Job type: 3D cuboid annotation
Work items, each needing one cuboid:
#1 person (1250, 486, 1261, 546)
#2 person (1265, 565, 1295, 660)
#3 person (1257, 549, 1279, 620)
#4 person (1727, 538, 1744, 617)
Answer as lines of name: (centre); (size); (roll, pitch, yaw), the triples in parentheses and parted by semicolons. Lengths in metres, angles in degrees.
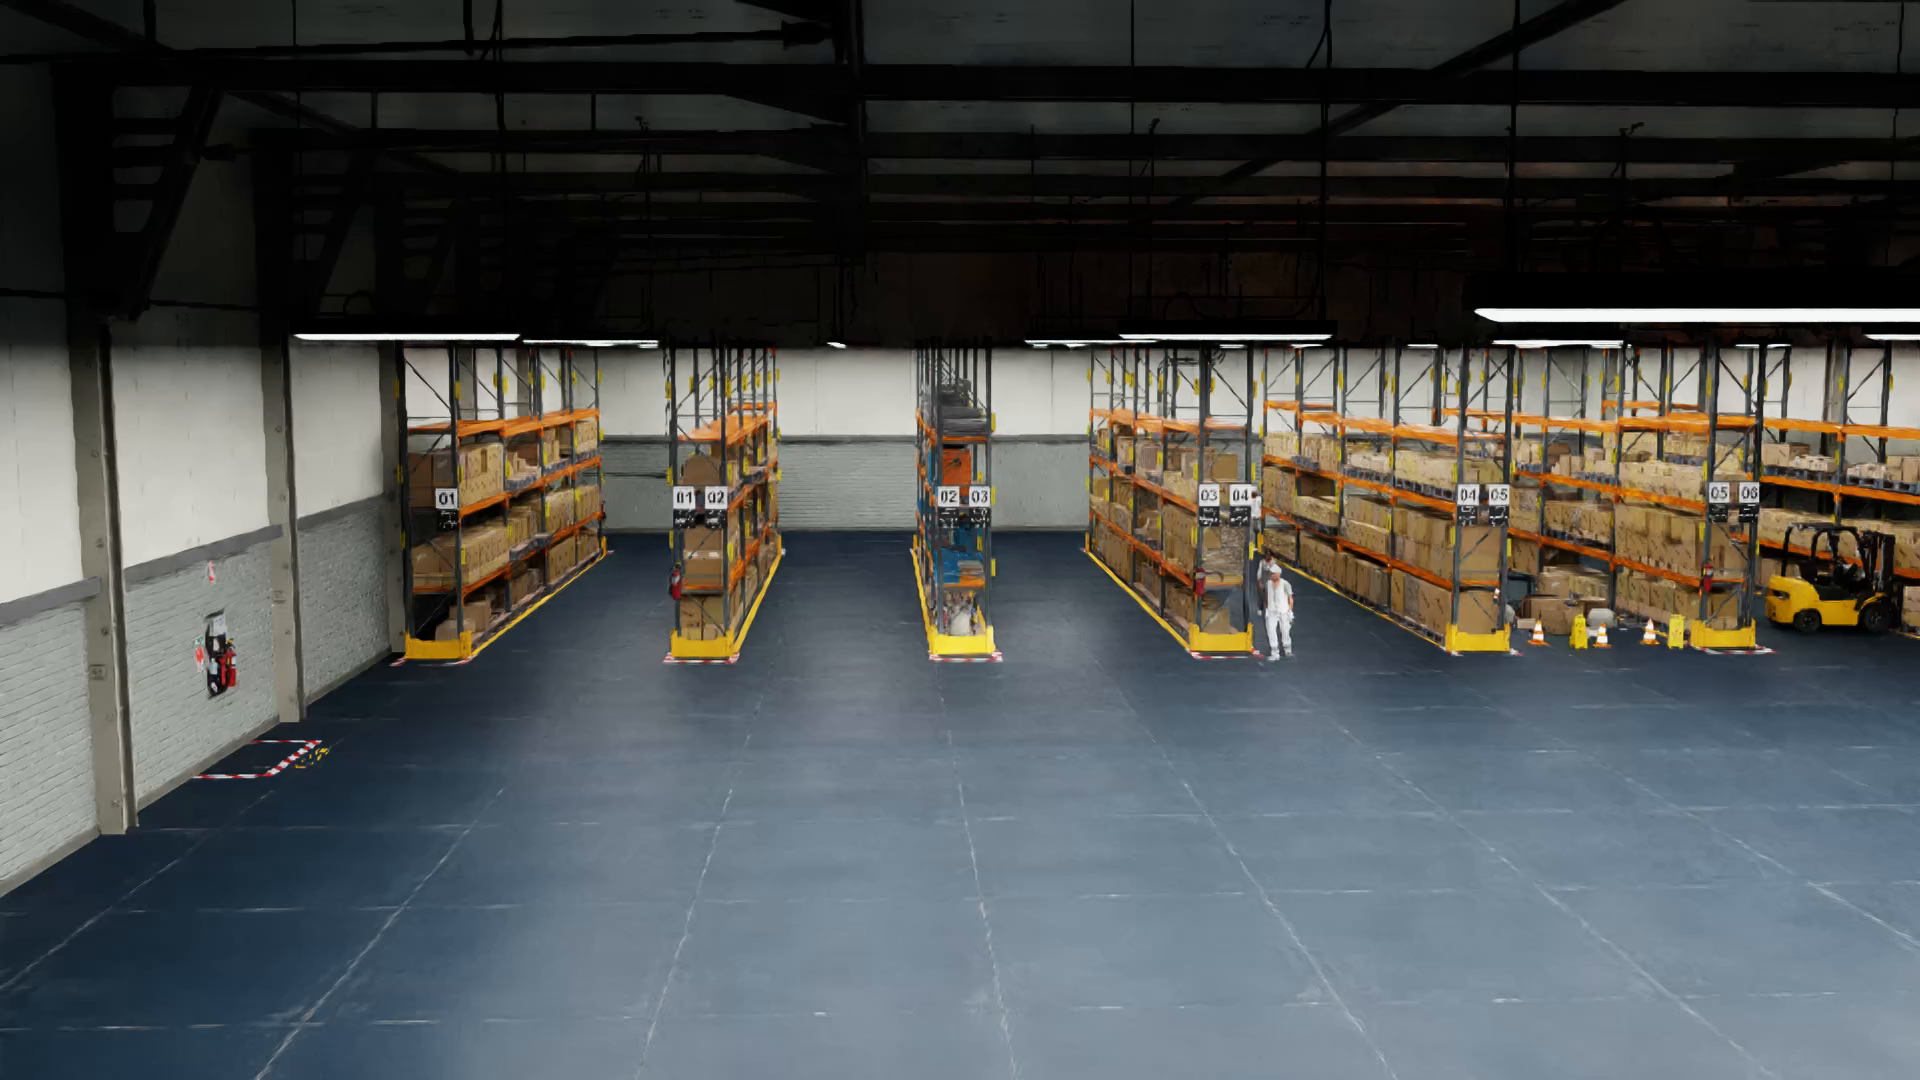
person: (8.726, -0.703, 48.987); (0.579, 1.755, 0.601); (-6, 9, -44)
person: (5.950, 1.339, 30.933); (0.576, 1.775, 0.574); (4, 8, 33)
person: (6.538, 0.931, 35.468); (0.417, 1.517, 1.036); (0, 6, 0)
person: (16.684, 0.808, 35.907); (0.469, 1.675, 0.497); (3, 7, 27)
